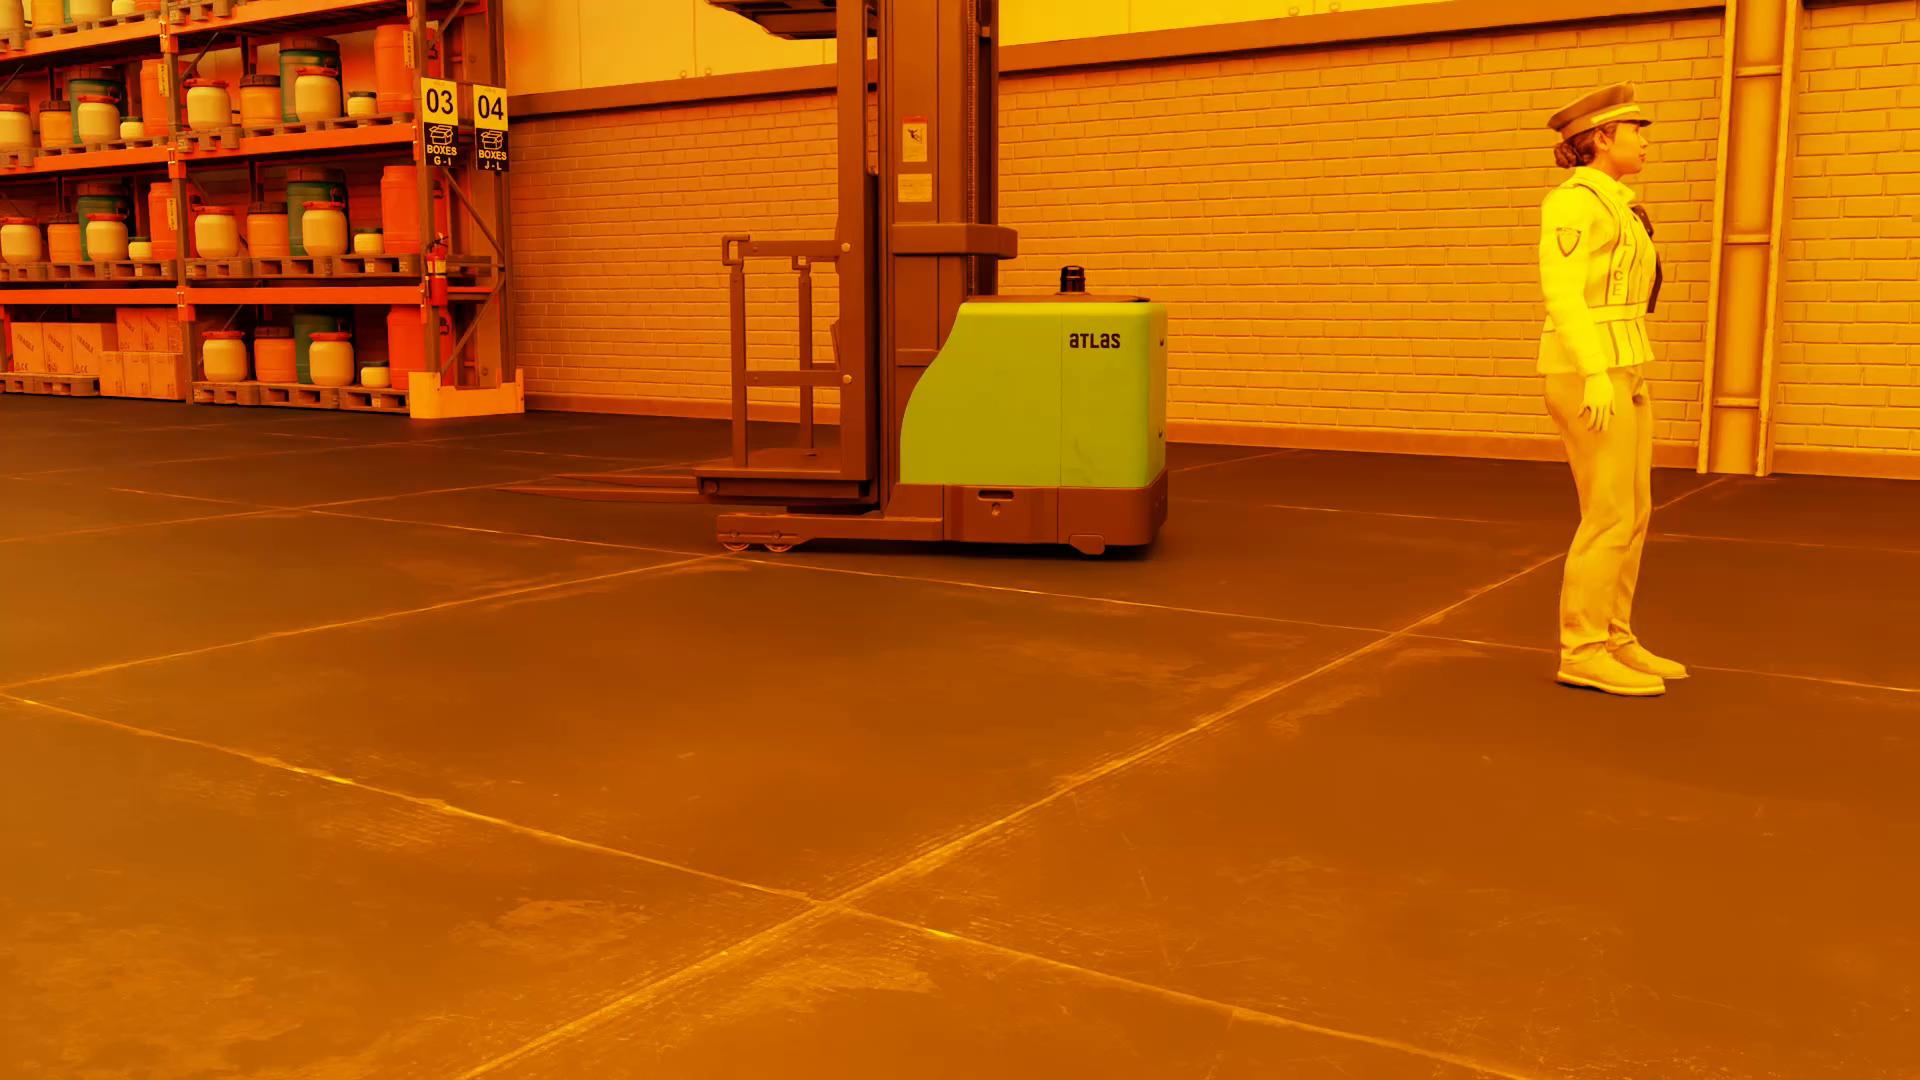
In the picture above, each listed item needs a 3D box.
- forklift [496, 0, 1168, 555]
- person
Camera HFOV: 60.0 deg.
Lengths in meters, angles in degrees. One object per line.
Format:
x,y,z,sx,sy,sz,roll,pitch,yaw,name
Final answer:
-0.596,-1.469,7.520,3.031,2.935,1.130,2,8,12,forklift
1.856,-0.436,4.724,0.444,1.710,0.569,5,10,33,person
